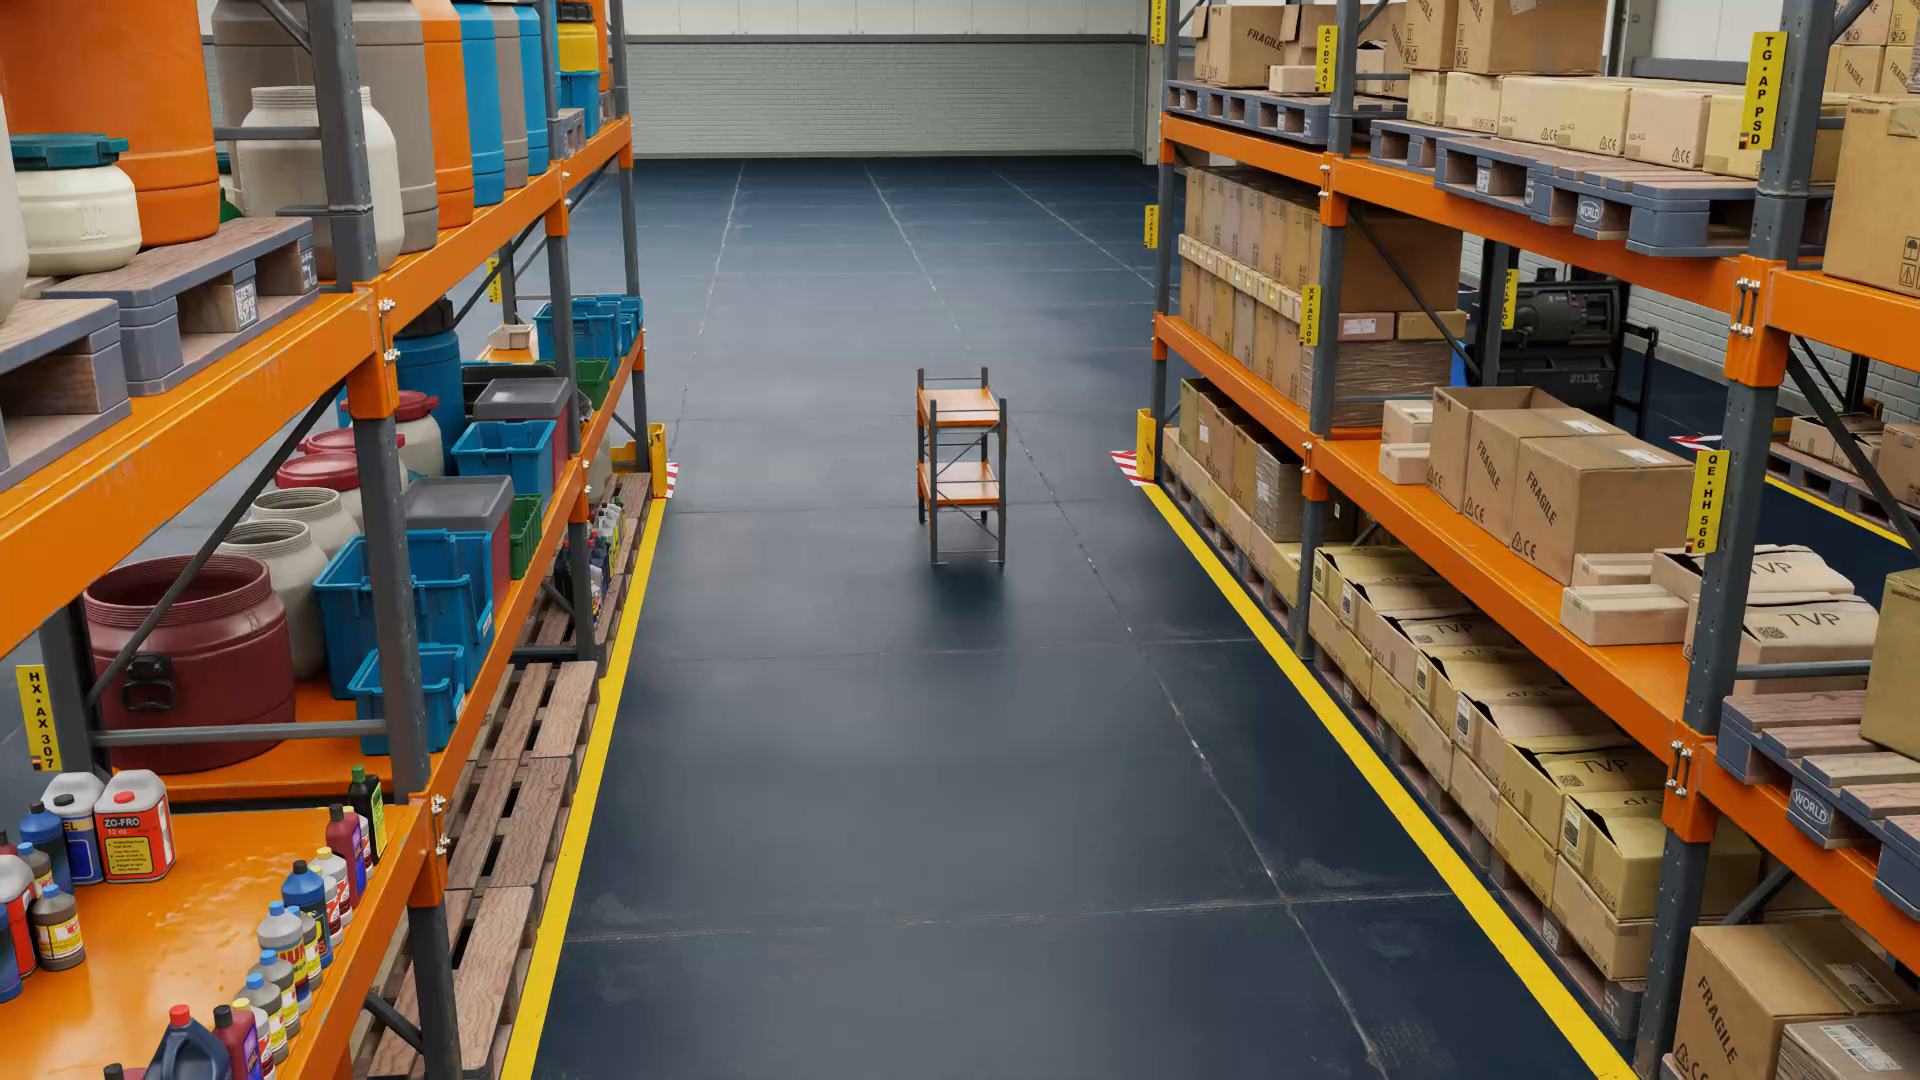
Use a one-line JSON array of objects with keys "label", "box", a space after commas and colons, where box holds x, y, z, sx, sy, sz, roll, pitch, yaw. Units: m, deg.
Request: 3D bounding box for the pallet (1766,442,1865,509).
[{"label": "pallet", "box": [7.003, -0.523, 12.991, 1.003, 0.211, 1.213, -2, 18, -6]}]

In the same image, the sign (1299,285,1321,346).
[{"label": "sign", "box": [1.880, -1.207, 8.935, 0.100, 0.325, 0.005, -2, 18, -6]}]

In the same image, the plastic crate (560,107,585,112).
[{"label": "plastic crate", "box": [-2.387, -2.430, 9.755, 0.336, 0.188, 0.450, -2, 18, -6]}]

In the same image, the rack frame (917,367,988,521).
[{"label": "rack frame", "box": [-0.052, -0.686, 11.985, 0.500, 1.125, 0.032, -2, 18, -6]}]

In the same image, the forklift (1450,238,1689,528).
[{"label": "forklift", "box": [4.487, -1.693, 12.178, 1.130, 2.935, 3.031, -2, 18, -7]}]

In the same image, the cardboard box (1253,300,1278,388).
[{"label": "cardboard box", "box": [2.272, -1.260, 10.515, 0.700, 0.500, 0.500, -2, 17, -5]}]

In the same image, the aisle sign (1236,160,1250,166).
[{"label": "aisle sign", "box": [2.305, -3.234, 12.631, 0.394, 0.787, 0.004, -2, 18, -6]}]

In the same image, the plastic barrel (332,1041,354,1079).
[{"label": "plastic barrel", "box": [-2.015, 1.551, 4.652, 0.600, 0.830, 0.708, -2, 18, -6]}]

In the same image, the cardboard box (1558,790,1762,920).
[{"label": "cardboard box", "box": [2.546, 1.114, 6.075, 0.500, 0.311, 0.500, -1, 17, -4]}]

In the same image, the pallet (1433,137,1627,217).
[{"label": "pallet", "box": [2.568, -1.455, 6.612, 1.003, 0.211, 1.213, -1, 17, -3]}]

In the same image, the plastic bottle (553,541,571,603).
[{"label": "plastic bottle", "box": [-2.309, 0.184, 9.772, 0.144, 0.351, 0.185, -2, 18, -6]}]

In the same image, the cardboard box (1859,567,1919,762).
[{"label": "cardboard box", "box": [3.022, 0.354, 4.672, 0.700, 0.500, 0.500, -8, 19, -24]}]

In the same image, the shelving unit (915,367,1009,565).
[{"label": "shelving unit", "box": [0.001, -0.535, 11.502, 0.538, 1.125, 1.048, -2, 18, -6]}]

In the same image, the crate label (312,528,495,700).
[{"label": "crate label", "box": [-1.916, 0.249, 5.817, 0.502, 0.435, 0.616, -2, 18, -6]}]

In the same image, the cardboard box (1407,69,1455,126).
[{"label": "cardboard box", "box": [2.486, -2.149, 8.057, 0.500, 0.250, 0.500, 0, 17, 0]}]

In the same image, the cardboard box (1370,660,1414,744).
[{"label": "cardboard box", "box": [2.335, 0.773, 8.098, 0.500, 0.250, 0.500, -2, 18, -7]}]

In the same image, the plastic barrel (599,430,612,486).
[{"label": "plastic barrel", "box": [-2.764, -0.633, 12.138, 0.421, 0.512, 0.421, 0, 17, 0]}]

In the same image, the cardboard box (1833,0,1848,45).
[{"label": "cardboard box", "box": [6.745, -3.962, 12.413, 0.500, 0.500, 0.500, -3, 18, -10]}]

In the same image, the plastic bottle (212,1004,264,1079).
[{"label": "plastic bottle", "box": [-1.499, 1.074, 3.444, 0.061, 0.283, 0.133, -2, 18, -6]}]

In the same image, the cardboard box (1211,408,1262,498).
[{"label": "cardboard box", "box": [2.006, -0.598, 11.211, 0.500, 0.500, 0.500, -2, 18, -6]}]

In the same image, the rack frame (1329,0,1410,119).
[{"label": "rack frame", "box": [2.432, -3.636, 8.234, 1.000, 3.000, 0.127, -2, 18, -6]}]

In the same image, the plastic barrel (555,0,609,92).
[{"label": "plastic barrel", "box": [-2.731, -3.509, 11.420, 0.600, 0.830, 0.708, -2, 18, -6]}]

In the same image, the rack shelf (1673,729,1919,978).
[{"label": "rack shelf", "box": [3.051, 1.357, 3.546, 1.077, 0.370, 4.000, -2, 18, -6]}]

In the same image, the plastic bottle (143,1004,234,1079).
[{"label": "plastic bottle", "box": [-1.524, 1.090, 3.279, 0.144, 0.351, 0.185, -2, 18, -6]}]

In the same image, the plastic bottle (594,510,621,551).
[{"label": "plastic bottle", "box": [-2.269, -0.073, 10.714, 0.152, 0.276, 0.135, -2, 18, -7]}]

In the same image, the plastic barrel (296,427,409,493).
[{"label": "plastic barrel", "box": [-2.539, -0.176, 7.003, 0.433, 0.535, 0.433, 0, 17, 0]}]

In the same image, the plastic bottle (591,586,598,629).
[{"label": "plastic bottle", "box": [-2.092, 0.362, 9.337, 0.097, 0.271, 0.097, 0, 17, 0]}]

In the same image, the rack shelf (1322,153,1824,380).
[{"label": "rack shelf", "box": [2.639, -1.265, 6.893, 1.077, 0.370, 4.000, -2, 18, -6]}]

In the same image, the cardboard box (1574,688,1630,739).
[{"label": "cardboard box", "box": [2.970, 0.789, 7.110, 0.500, 0.311, 0.500, -2, 18, -7]}]

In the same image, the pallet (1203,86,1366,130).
[{"label": "pallet", "box": [2.196, -2.778, 10.659, 1.003, 0.211, 1.213, -2, 18, -6]}]

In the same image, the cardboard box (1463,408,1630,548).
[{"label": "cardboard box", "box": [2.601, -0.286, 7.412, 0.500, 0.500, 0.500, -2, 18, -6]}]

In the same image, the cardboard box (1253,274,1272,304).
[{"label": "cardboard box", "box": [2.062, -1.583, 10.463, 0.380, 0.149, 0.250, -1, 17, -4]}]

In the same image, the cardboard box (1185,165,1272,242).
[{"label": "cardboard box", "box": [2.061, -2.477, 12.225, 0.700, 0.500, 0.500, -2, 18, -5]}]

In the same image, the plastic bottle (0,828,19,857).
[{"label": "plastic bottle", "box": [-2.371, 0.864, 4.111, 0.061, 0.283, 0.133, -2, 18, -6]}]

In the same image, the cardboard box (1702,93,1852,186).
[{"label": "cardboard box", "box": [2.742, -1.275, 5.272, 0.500, 0.250, 0.500, -3, 18, -10]}]

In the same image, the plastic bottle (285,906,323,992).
[{"label": "plastic bottle", "box": [-1.569, 0.963, 3.933, 0.097, 0.201, 0.097, 0, 17, 0]}]

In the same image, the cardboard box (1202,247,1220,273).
[{"label": "cardboard box", "box": [1.924, -1.971, 11.696, 0.380, 0.149, 0.250, -2, 18, -6]}]

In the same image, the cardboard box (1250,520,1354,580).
[{"label": "cardboard box", "box": [2.125, 0.057, 10.376, 0.500, 0.250, 0.500, -2, 18, -6]}]

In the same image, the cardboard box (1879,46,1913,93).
[{"label": "cardboard box", "box": [6.810, -3.185, 11.605, 0.500, 0.500, 0.500, -1, 17, -3]}]

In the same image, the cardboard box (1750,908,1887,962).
[{"label": "cardboard box", "box": [3.083, 1.365, 6.212, 0.500, 0.250, 0.500, -2, 18, -6]}]

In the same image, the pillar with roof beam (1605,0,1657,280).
[{"label": "pillar with roof beam", "box": [2.978, -6.454, 17.212, 9.100, 9.000, 0.400, -2, 18, -6]}]

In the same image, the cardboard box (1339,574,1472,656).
[{"label": "cardboard box", "box": [2.274, 0.351, 8.505, 0.500, 0.311, 0.500, -2, 18, -6]}]

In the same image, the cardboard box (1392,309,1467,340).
[{"label": "cardboard box", "box": [2.597, -1.217, 9.295, 0.380, 0.149, 0.250, -2, 18, -6]}]

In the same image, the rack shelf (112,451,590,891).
[{"label": "rack shelf", "box": [-2.289, 0.318, 6.859, 1.077, 0.370, 4.000, -2, 18, -6]}]

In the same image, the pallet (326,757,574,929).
[{"label": "pallet", "box": [-2.246, 1.306, 7.165, 1.003, 0.211, 1.213, -2, 18, -6]}]

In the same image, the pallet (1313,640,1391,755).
[{"label": "pallet", "box": [2.547, 0.775, 8.855, 1.003, 0.211, 1.213, -2, 18, -6]}]

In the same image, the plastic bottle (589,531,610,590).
[{"label": "plastic bottle", "box": [-2.185, 0.123, 9.966, 0.144, 0.351, 0.185, -3, 18, -8]}]

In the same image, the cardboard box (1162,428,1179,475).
[{"label": "cardboard box", "box": [1.854, -0.687, 12.747, 0.500, 0.250, 0.500, -2, 18, -6]}]

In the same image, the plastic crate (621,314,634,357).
[{"label": "plastic crate", "box": [-2.497, -1.409, 11.405, 0.499, 0.251, 0.408, -2, 18, -6]}]

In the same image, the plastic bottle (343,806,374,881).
[{"label": "plastic bottle", "box": [-1.623, 0.807, 4.429, 0.097, 0.201, 0.097, 0, 17, 0]}]

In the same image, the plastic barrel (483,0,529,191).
[{"label": "plastic barrel", "box": [-2.159, -1.952, 7.043, 0.600, 0.901, 0.600, 0, 17, 0]}]

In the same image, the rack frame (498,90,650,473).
[{"label": "rack frame", "box": [-2.908, -1.813, 12.445, 1.000, 3.000, 0.127, -2, 18, -6]}]

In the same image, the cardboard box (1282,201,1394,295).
[{"label": "cardboard box", "box": [2.327, -1.723, 9.823, 0.700, 0.500, 0.500, -2, 18, -6]}]

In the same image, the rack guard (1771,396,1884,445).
[{"label": "rack guard", "box": [6.954, -0.904, 13.722, 1.175, 0.500, 0.348, -2, 18, -6]}]

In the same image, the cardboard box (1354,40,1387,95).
[{"label": "cardboard box", "box": [2.587, -2.748, 9.629, 0.500, 0.311, 0.500, -3, 18, -9]}]
